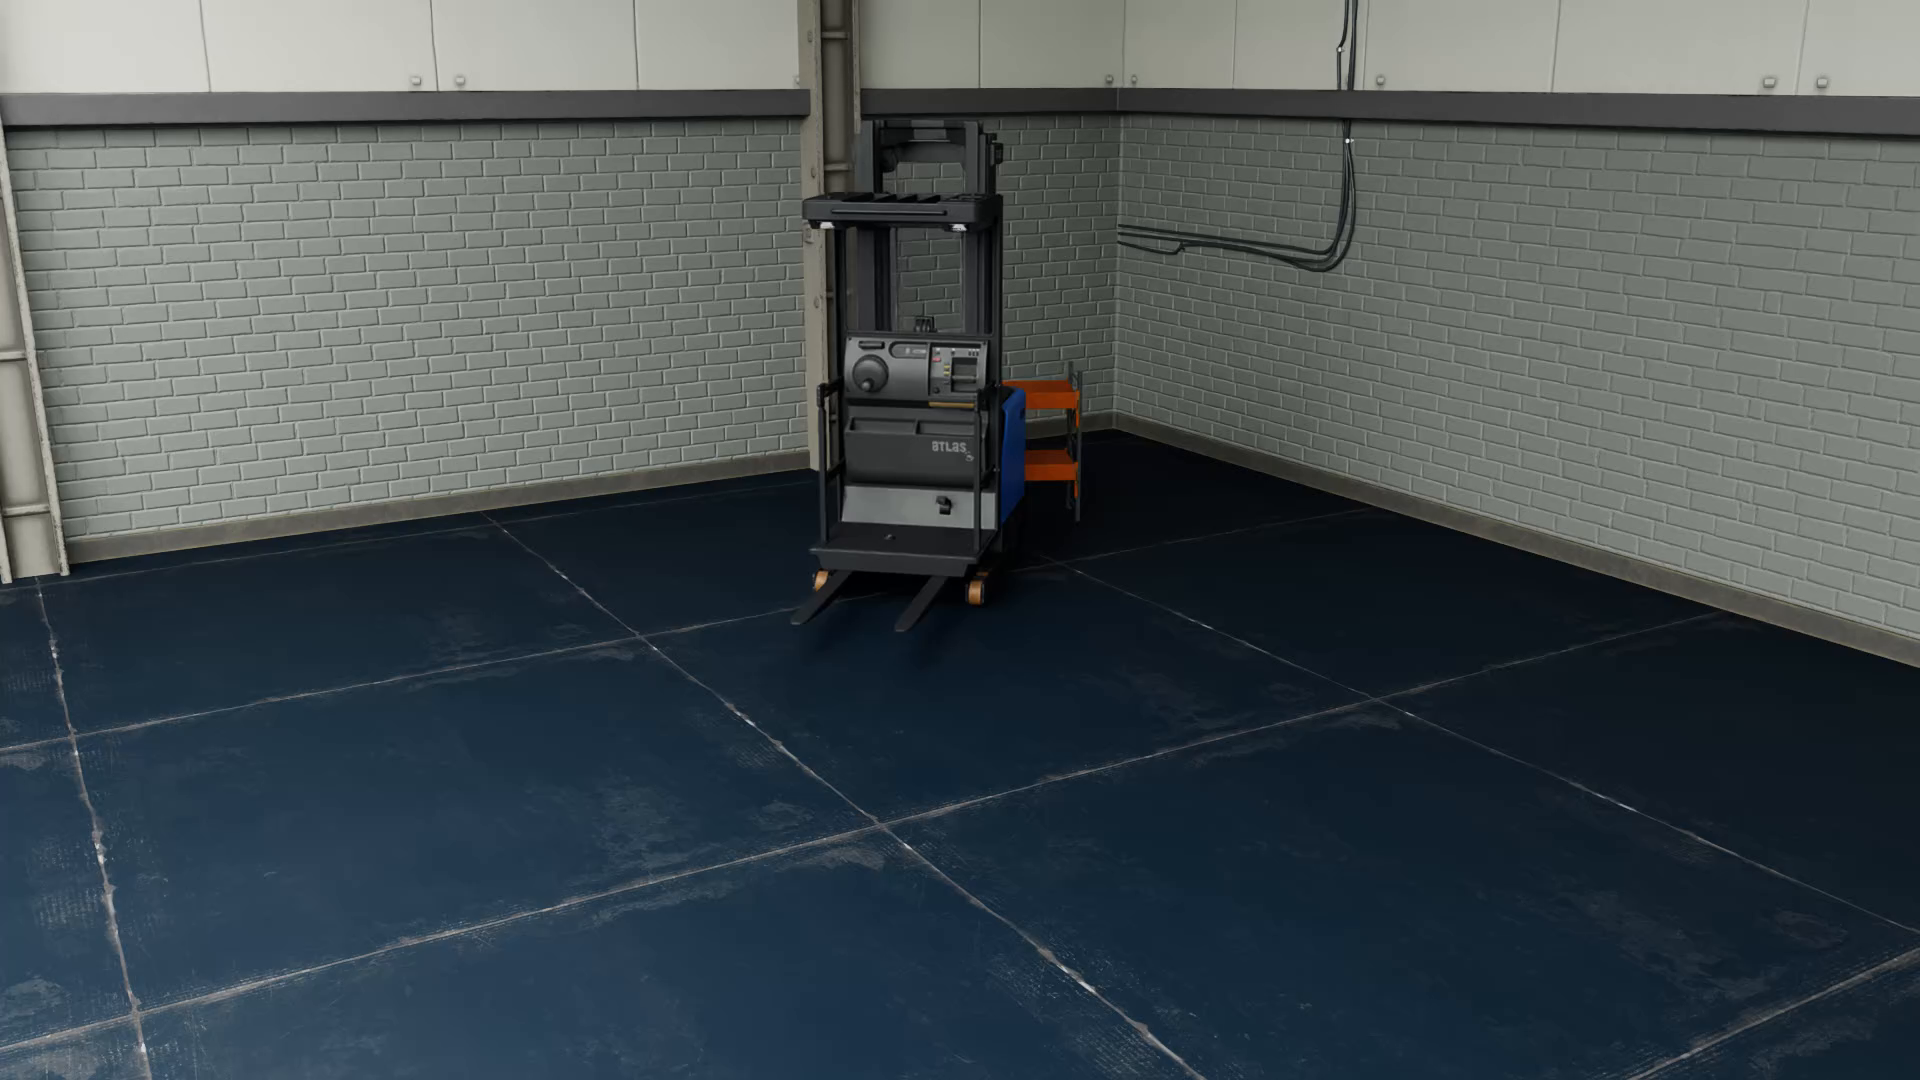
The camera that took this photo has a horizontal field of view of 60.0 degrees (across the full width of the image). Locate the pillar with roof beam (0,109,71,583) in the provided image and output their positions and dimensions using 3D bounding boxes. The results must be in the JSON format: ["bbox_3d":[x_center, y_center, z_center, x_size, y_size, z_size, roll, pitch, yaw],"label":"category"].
[{"bbox_3d":[-3.963,-3.114,6.348,0.400,9.000,9.100,-9,18,-30],"label":"pillar with roof beam"}]

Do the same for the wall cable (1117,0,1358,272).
[{"bbox_3d":[2.169,-3.553,13.665,0.112,2.526,3.097,-9,18,-30],"label":"wall cable"}]

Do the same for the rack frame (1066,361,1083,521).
[{"bbox_3d":[0.858,-0.749,12.498,0.032,1.125,0.500,-1,16,-5],"label":"rack frame"}]

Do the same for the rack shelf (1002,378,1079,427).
[{"bbox_3d":[0.351,-1.019,12.377,1.000,0.278,0.538,-1,16,-5],"label":"rack shelf"}]

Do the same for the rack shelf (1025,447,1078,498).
[{"bbox_3d":[0.351,-0.502,12.522,1.000,0.278,0.538,-1,16,-5],"label":"rack shelf"}]

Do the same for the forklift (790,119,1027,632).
[{"bbox_3d":[-0.322,-1.107,10.427,1.130,2.935,3.031,3,16,11],"label":"forklift"}]

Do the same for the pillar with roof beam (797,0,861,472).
[{"bbox_3d":[1.180,-3.949,9.324,0.400,9.000,9.100,-9,18,-30],"label":"pillar with roof beam"}]

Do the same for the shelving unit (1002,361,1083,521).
[{"bbox_3d":[0.351,-0.737,12.456,1.048,1.125,0.538,-1,16,-5],"label":"shelving unit"}]
